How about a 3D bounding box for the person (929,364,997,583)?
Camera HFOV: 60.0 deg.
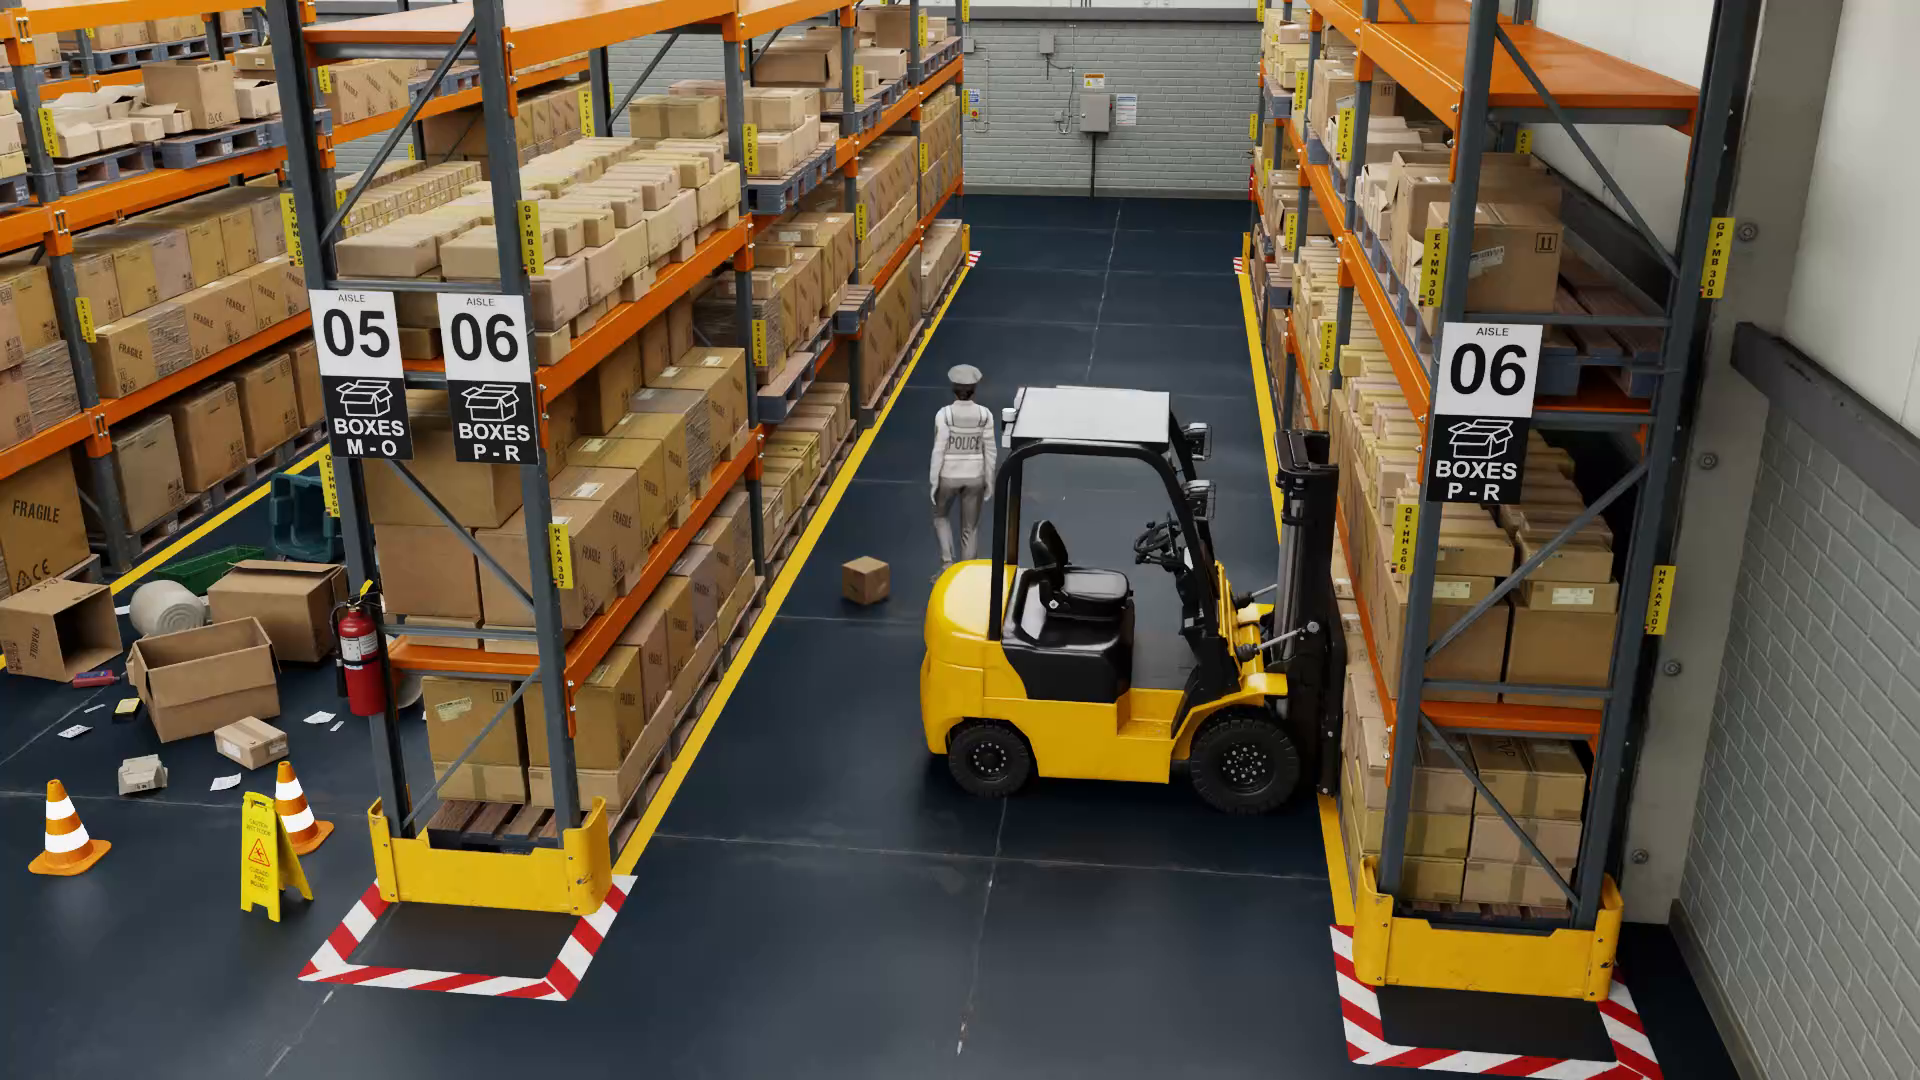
[{"bbox_3d":[0.020,-0.430,12.118,0.515,1.664,0.481,-3,22,-9],"label":"person"}]
